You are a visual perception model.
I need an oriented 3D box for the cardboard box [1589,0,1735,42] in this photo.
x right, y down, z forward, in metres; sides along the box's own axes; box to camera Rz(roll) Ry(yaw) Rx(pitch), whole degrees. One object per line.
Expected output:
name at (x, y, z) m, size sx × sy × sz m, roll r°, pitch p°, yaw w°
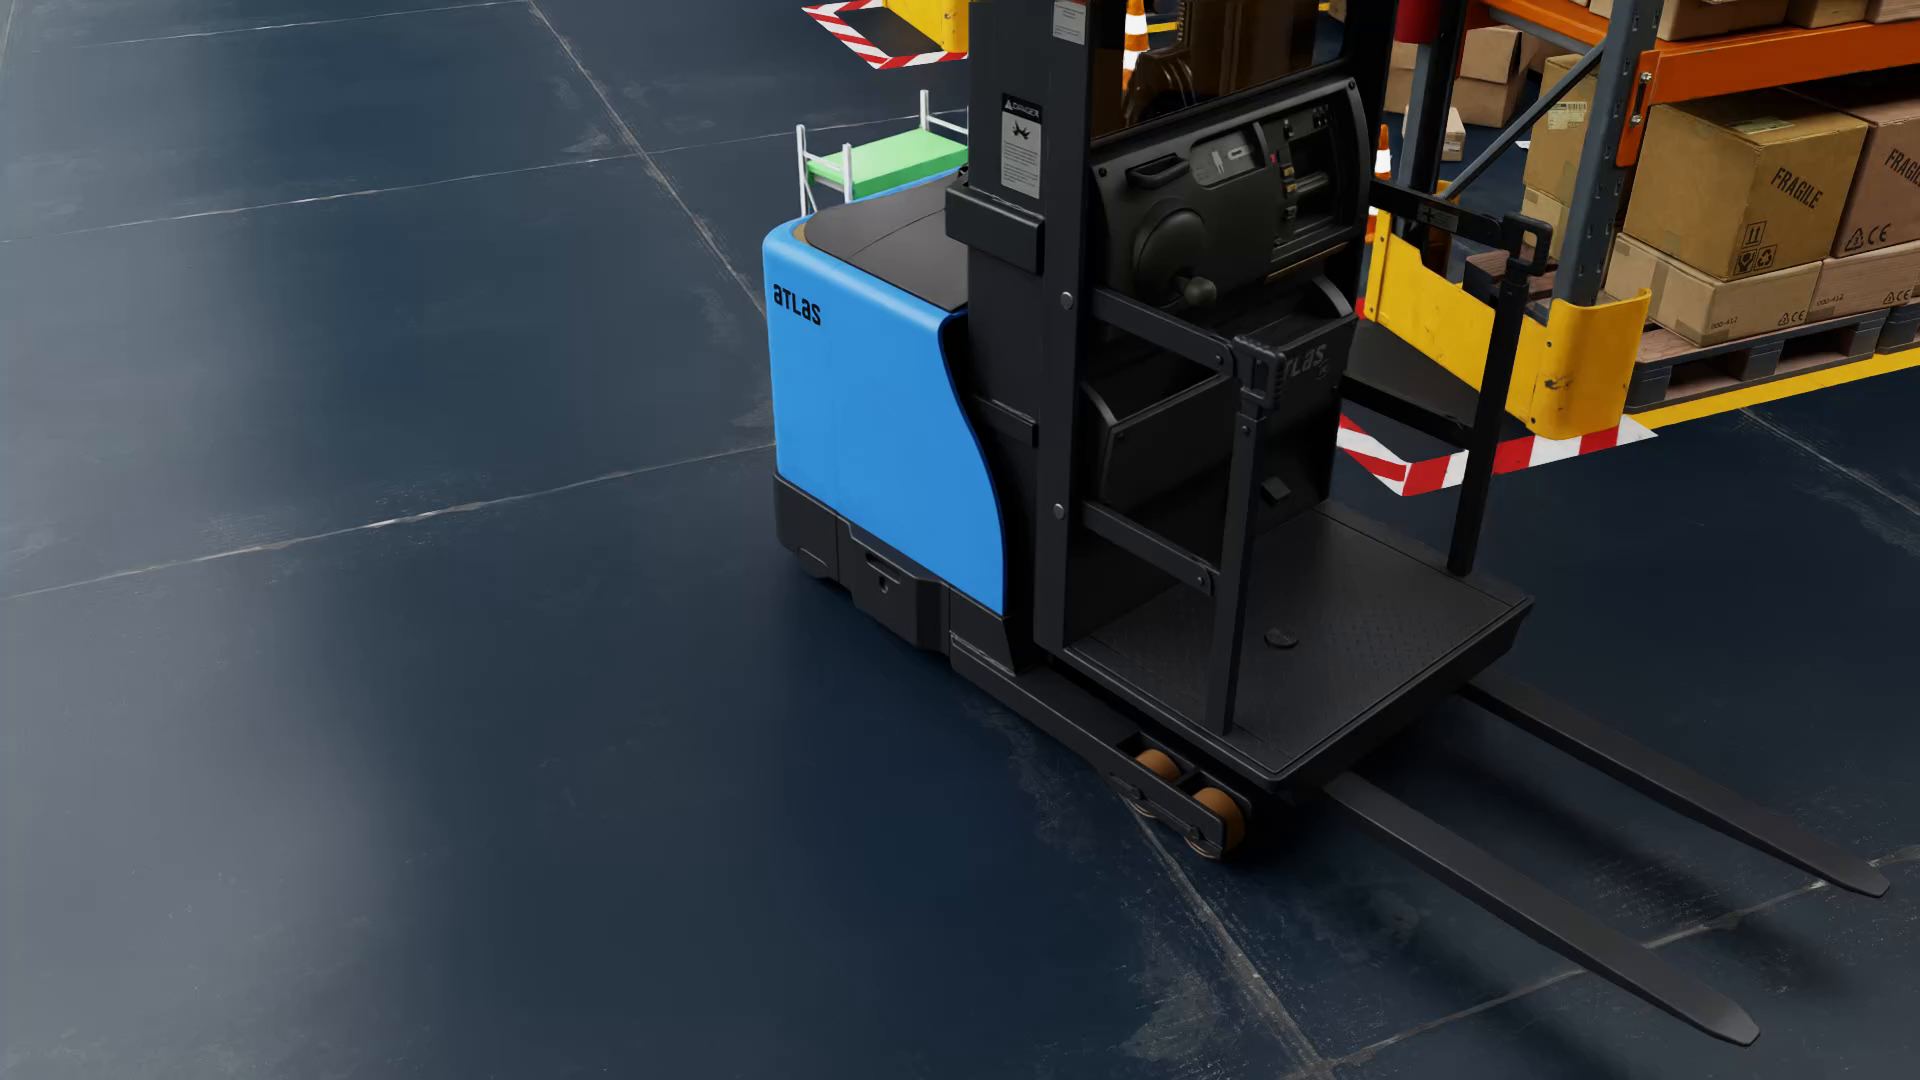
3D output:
cardboard box at (2.299, -1.770, 5.450) m, size 0.250 × 0.149 × 0.380 m, roll -13°, pitch 35°, yaw -19°

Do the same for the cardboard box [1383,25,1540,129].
cardboard box at (2.545, -2.505, 8.638) m, size 0.797 × 0.503 × 0.637 m, roll 16°, pitch 36°, yaw 23°

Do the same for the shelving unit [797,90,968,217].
shelving unit at (-0.216, -0.771, 5.334) m, size 0.503 × 1.200 × 0.258 m, roll -26°, pitch 41°, yaw -34°

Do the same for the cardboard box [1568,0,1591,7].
cardboard box at (2.168, -1.988, 5.786) m, size 0.250 × 0.149 × 0.380 m, roll -12°, pitch 35°, yaw -17°

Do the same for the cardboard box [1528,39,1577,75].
cardboard box at (3.404, -2.763, 8.911) m, size 0.503 × 0.637 × 0.797 m, roll -13°, pitch 35°, yaw -19°

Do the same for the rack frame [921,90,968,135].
rack frame at (-0.036, -0.861, 5.471) m, size 0.015 × 1.200 × 0.240 m, roll -26°, pitch 41°, yaw -34°

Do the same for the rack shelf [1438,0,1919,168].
rack shelf at (3.750, -2.028, 6.276) m, size 4.000 × 0.370 × 1.077 m, roll -13°, pitch 35°, yaw -19°

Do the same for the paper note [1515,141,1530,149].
paper note at (2.848, -1.962, 8.249) m, size 0.142 × 0.019 × 0.148 m, roll -2°, pitch 33°, yaw -2°

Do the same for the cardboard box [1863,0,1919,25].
cardboard box at (3.054, -1.876, 5.613) m, size 0.250 × 0.149 × 0.380 m, roll -12°, pitch 35°, yaw -18°

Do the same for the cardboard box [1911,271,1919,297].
cardboard box at (3.729, -1.188, 6.461) m, size 0.500 × 0.250 × 0.500 m, roll -11°, pitch 35°, yaw -16°

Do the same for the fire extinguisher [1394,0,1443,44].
fire extinguisher at (1.622, -2.082, 5.771) m, size 0.183 × 0.674 × 0.296 m, roll -13°, pitch 35°, yaw -19°

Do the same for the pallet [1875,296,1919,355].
pallet at (3.862, -1.164, 6.845) m, size 1.213 × 0.211 × 1.003 m, roll -13°, pitch 35°, yaw -19°

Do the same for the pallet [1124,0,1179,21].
pallet at (0.603, -3.414, 10.304) m, size 1.213 × 0.211 × 1.003 m, roll -13°, pitch 35°, yaw -19°

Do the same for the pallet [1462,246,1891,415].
pallet at (2.739, -0.908, 6.452) m, size 1.213 × 0.211 × 1.003 m, roll -13°, pitch 35°, yaw -19°

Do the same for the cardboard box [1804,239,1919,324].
cardboard box at (3.230, -1.066, 6.274) m, size 0.500 × 0.250 × 0.500 m, roll -12°, pitch 35°, yaw -17°

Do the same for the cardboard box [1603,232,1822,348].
cardboard box at (2.757, -0.962, 6.114) m, size 0.500 × 0.250 × 0.500 m, roll -13°, pitch 35°, yaw -19°

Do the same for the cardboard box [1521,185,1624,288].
cardboard box at (2.569, -1.242, 6.544) m, size 0.500 × 0.250 × 0.500 m, roll -13°, pitch 35°, yaw -19°

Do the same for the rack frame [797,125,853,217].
rack frame at (-0.397, -0.682, 5.197) m, size 0.015 × 1.200 × 0.240 m, roll -26°, pitch 41°, yaw -34°

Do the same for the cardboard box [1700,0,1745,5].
cardboard box at (2.450, -2.034, 5.262) m, size 0.500 × 0.500 × 0.500 m, roll -13°, pitch 35°, yaw -20°

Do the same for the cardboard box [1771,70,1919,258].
cardboard box at (3.259, -1.394, 6.091) m, size 0.500 × 0.500 × 0.500 m, roll -14°, pitch 36°, yaw -21°

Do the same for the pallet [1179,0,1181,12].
pallet at (1.727, -3.670, 10.697) m, size 1.213 × 0.211 × 1.003 m, roll -13°, pitch 35°, yaw -19°

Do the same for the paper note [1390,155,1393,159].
paper note at (2.007, -1.863, 8.086) m, size 0.142 × 0.019 × 0.148 m, roll -27°, pitch 42°, yaw -35°

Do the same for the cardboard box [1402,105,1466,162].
cardboard box at (2.332, -2.005, 8.195) m, size 0.250 × 0.149 × 0.380 m, roll 4°, pitch 33°, yaw 6°

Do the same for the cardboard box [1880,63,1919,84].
cardboard box at (3.725, -1.496, 6.247) m, size 0.500 × 0.500 × 0.500 m, roll -12°, pitch 35°, yaw -18°

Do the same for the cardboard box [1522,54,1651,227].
cardboard box at (2.544, -1.545, 6.323) m, size 0.500 × 0.500 × 0.500 m, roll -13°, pitch 35°, yaw -19°

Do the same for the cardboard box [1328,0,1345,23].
cardboard box at (2.551, -3.329, 9.906) m, size 0.500 × 0.500 × 0.500 m, roll -7°, pitch 34°, yaw -11°

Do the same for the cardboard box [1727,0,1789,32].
cardboard box at (2.527, -1.830, 5.543) m, size 0.250 × 0.149 × 0.380 m, roll -12°, pitch 35°, yaw -18°

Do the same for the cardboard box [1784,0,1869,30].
cardboard box at (2.803, -1.845, 5.566) m, size 0.250 × 0.149 × 0.380 m, roll -14°, pitch 36°, yaw -20°

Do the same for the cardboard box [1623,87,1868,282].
cardboard box at (2.778, -1.282, 5.918) m, size 0.500 × 0.500 × 0.500 m, roll -14°, pitch 36°, yaw -21°

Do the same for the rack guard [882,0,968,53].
rack guard at (-0.126, -3.322, 9.898) m, size 0.348 × 0.500 × 1.175 m, roll -13°, pitch 35°, yaw -19°

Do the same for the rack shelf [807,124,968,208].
rack shelf at (-0.218, -1.121, 5.109) m, size 0.480 × 0.148 × 0.258 m, roll -26°, pitch 41°, yaw -34°

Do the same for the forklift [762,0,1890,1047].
forklift at (0.794, -0.771, 3.747) m, size 1.130 × 2.935 × 3.031 m, roll -26°, pitch 41°, yaw -34°

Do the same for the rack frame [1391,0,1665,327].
rack frame at (1.906, -1.907, 5.431) m, size 0.127 × 3.000 × 1.000 m, roll -13°, pitch 35°, yaw -19°

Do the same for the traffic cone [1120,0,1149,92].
traffic cone at (0.936, -2.710, 8.990) m, size 0.334 × 0.463 × 0.336 m, roll -13°, pitch 35°, yaw -19°

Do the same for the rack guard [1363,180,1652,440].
rack guard at (1.976, -0.876, 6.137) m, size 0.348 × 0.500 × 1.175 m, roll -13°, pitch 35°, yaw -19°

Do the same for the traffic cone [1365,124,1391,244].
traffic cone at (1.803, -1.583, 7.259) m, size 0.334 × 0.463 × 0.336 m, roll -13°, pitch 35°, yaw -19°
